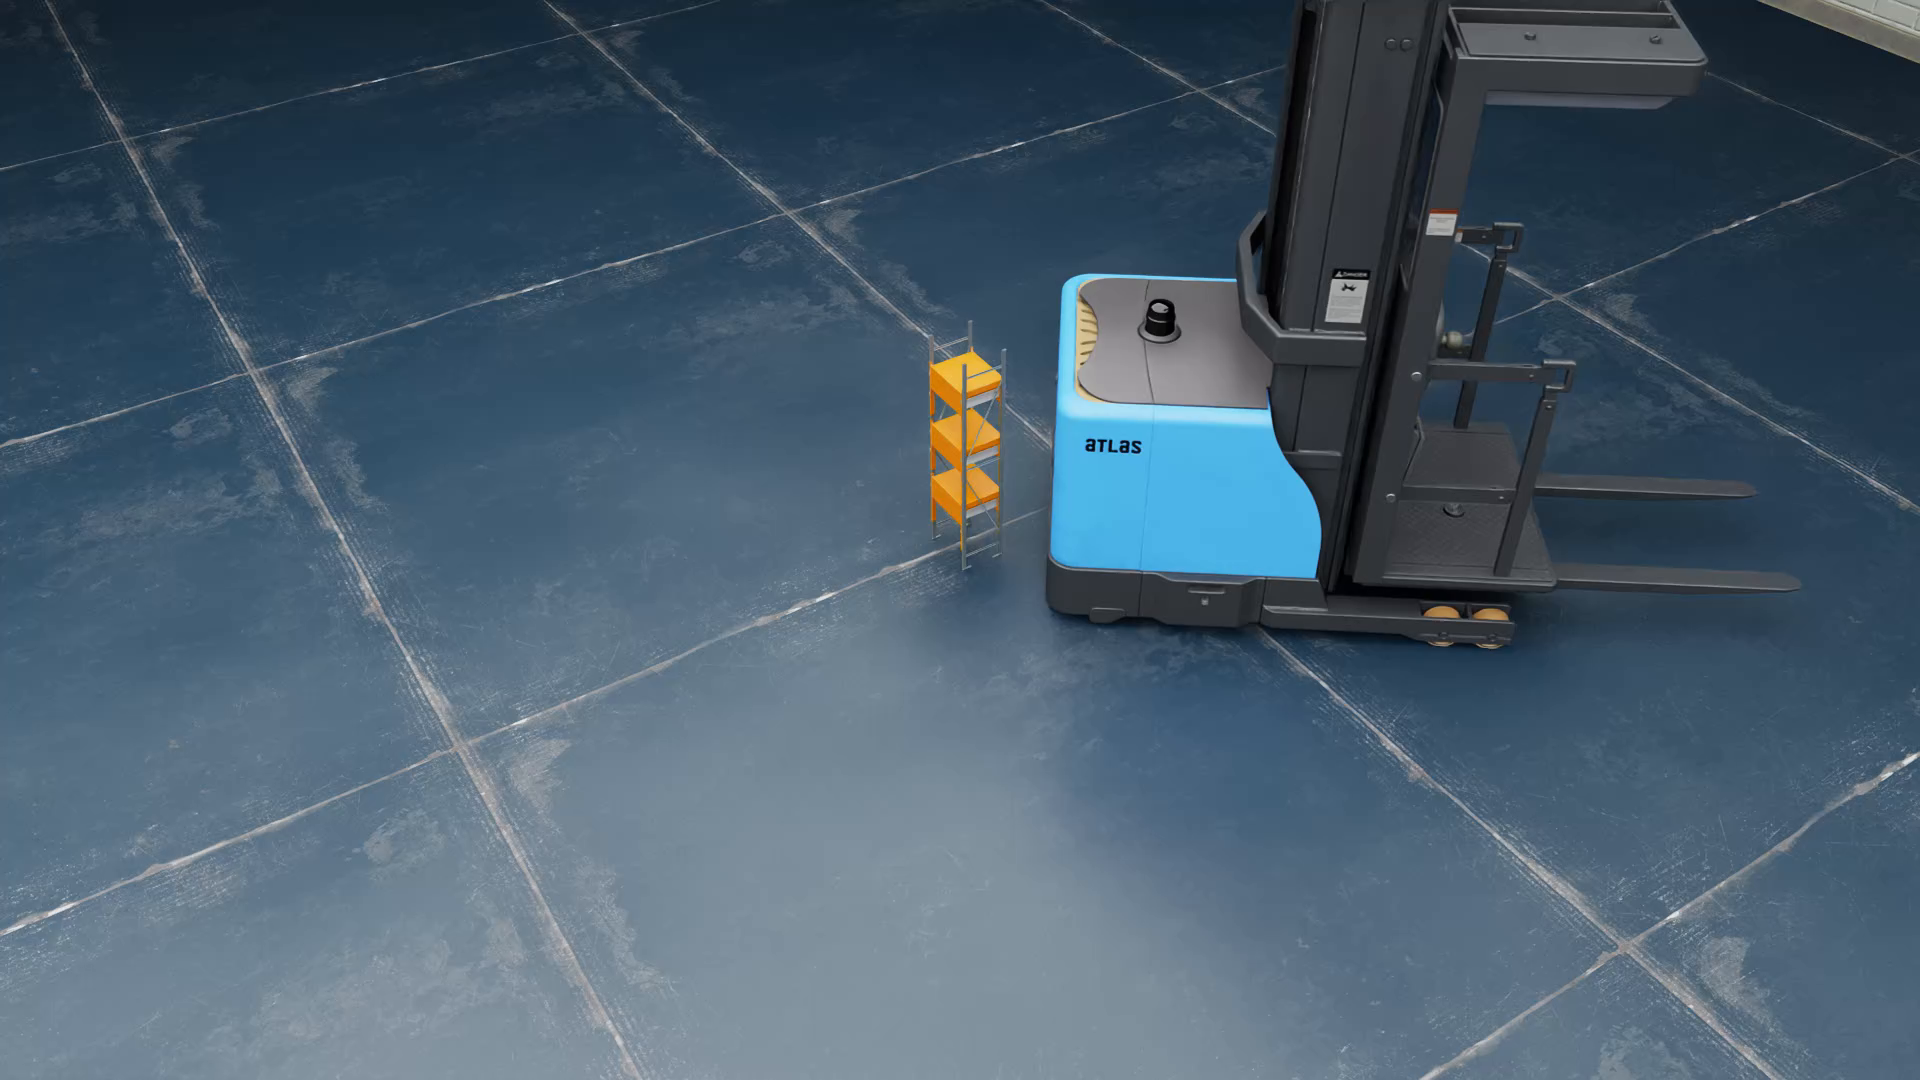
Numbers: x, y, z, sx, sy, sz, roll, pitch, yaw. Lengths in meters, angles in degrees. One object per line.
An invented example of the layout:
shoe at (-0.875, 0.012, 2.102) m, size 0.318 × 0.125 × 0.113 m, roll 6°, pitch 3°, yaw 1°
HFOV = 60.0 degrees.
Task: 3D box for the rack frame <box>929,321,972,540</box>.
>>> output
rack frame at (-0.037, -0.440, 6.958) m, size 0.200 × 1.050 × 0.008 m, roll -22°, pitch 45°, yaw -24°

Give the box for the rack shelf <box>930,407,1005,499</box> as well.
rack shelf at (0.029, -0.366, 6.886) m, size 0.215 × 0.259 × 0.240 m, roll -22°, pitch 45°, yaw -24°

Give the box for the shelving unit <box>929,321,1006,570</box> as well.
shelving unit at (0.029, -0.374, 6.879) m, size 0.215 × 1.050 × 0.252 m, roll -22°, pitch 45°, yaw -24°

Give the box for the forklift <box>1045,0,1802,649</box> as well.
forklift at (1.893, -1.042, 6.211) m, size 3.031 × 2.935 × 1.130 m, roll 3°, pitch 40°, yaw 3°

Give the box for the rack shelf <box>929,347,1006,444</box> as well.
rack shelf at (0.029, -0.584, 6.704) m, size 0.215 × 0.259 × 0.240 m, roll -22°, pitch 45°, yaw -24°

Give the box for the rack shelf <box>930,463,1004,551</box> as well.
rack shelf at (0.029, -0.153, 7.064) m, size 0.215 × 0.259 × 0.240 m, roll -22°, pitch 45°, yaw -24°

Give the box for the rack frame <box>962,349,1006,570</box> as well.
rack frame at (0.094, -0.309, 6.800) m, size 0.200 × 1.050 × 0.008 m, roll -22°, pitch 45°, yaw -24°
